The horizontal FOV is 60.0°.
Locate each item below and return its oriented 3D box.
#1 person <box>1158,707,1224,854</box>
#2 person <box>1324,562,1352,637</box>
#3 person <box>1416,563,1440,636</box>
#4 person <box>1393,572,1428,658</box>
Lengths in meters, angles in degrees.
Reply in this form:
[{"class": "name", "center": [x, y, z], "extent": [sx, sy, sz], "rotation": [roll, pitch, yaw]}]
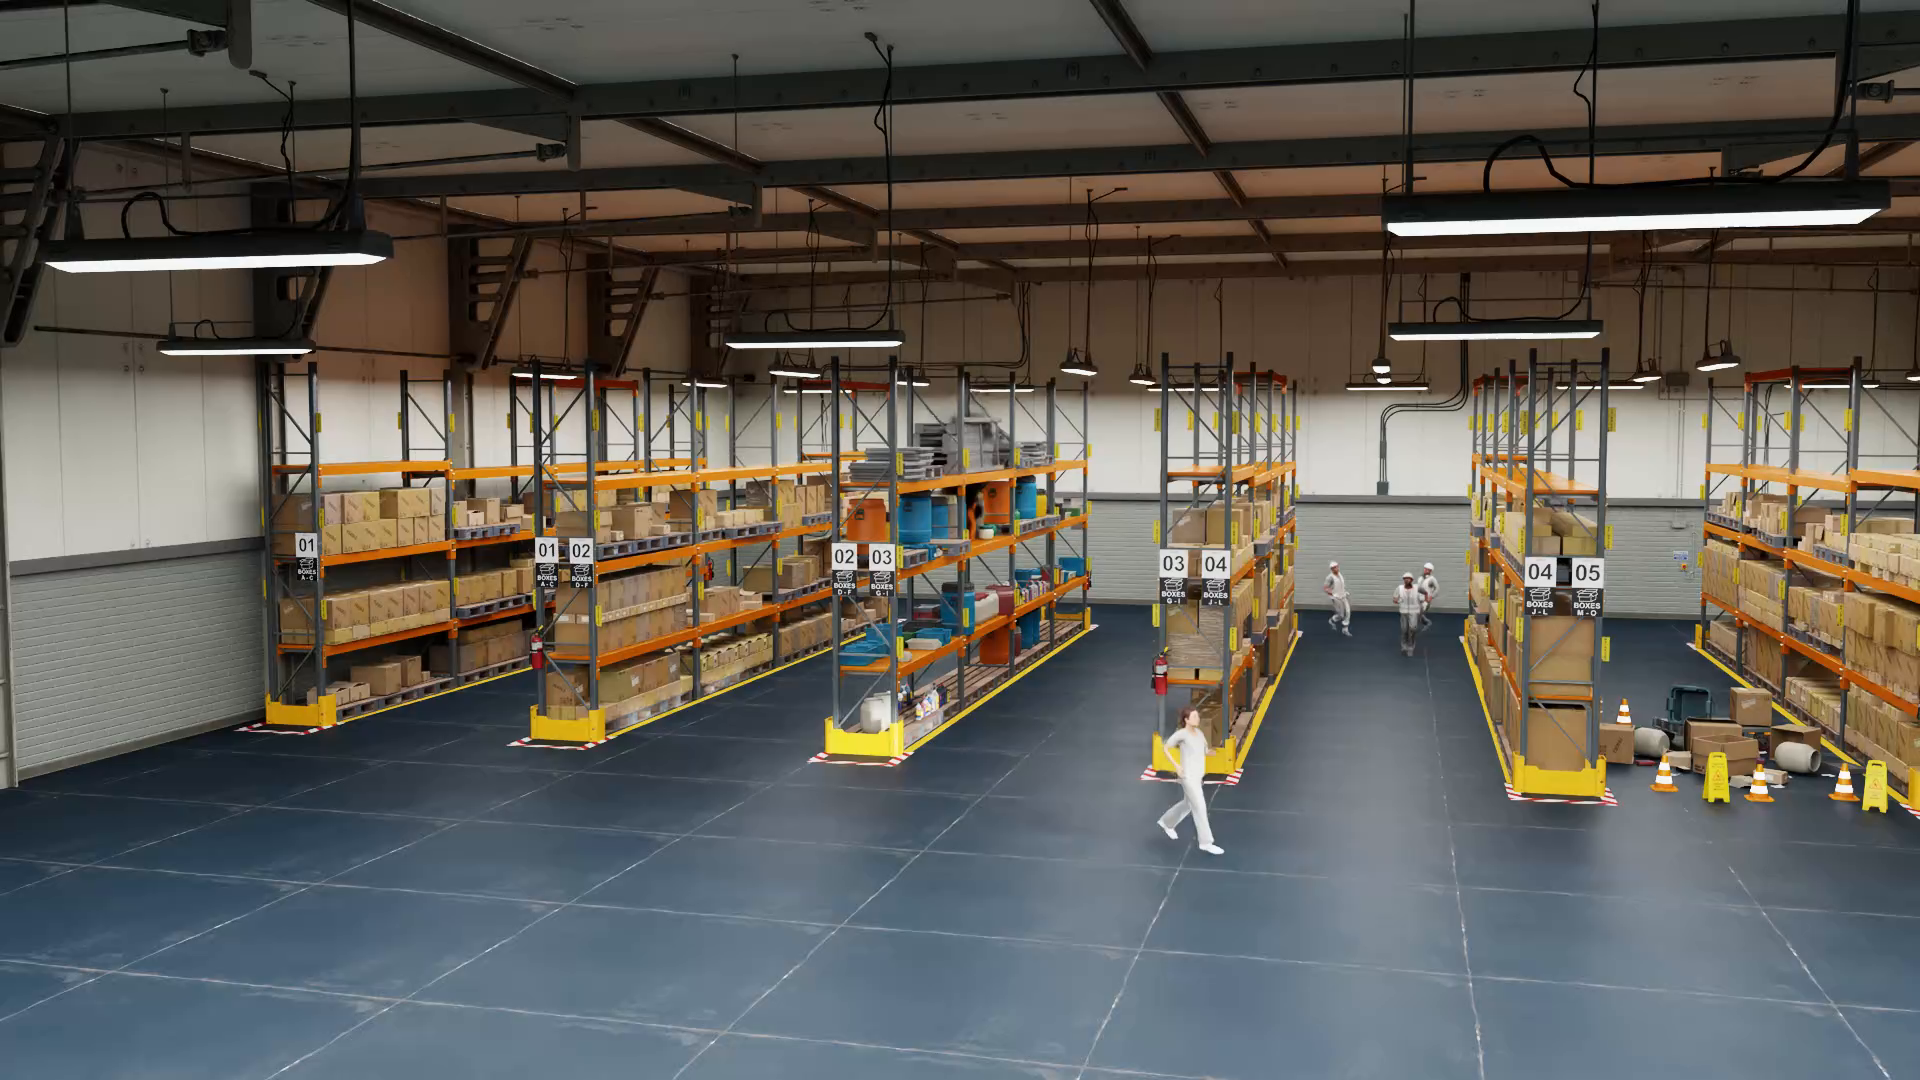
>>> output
[{"class": "person", "center": [2.696, 2.772, 19.464], "extent": [0.966, 1.659, 0.562], "rotation": [4, 5, 41]}, {"class": "person", "center": [8.898, 1.389, 39.159], "extent": [0.718, 1.755, 0.698], "rotation": [-3, 5, -36]}, {"class": "person", "center": [10.915, 1.397, 38.979], "extent": [0.734, 1.729, 0.712], "rotation": [-2, 5, -28]}, {"class": "person", "center": [9.675, 1.599, 35.769], "extent": [0.696, 1.824, 0.914], "rotation": [2, 4, 24]}]
